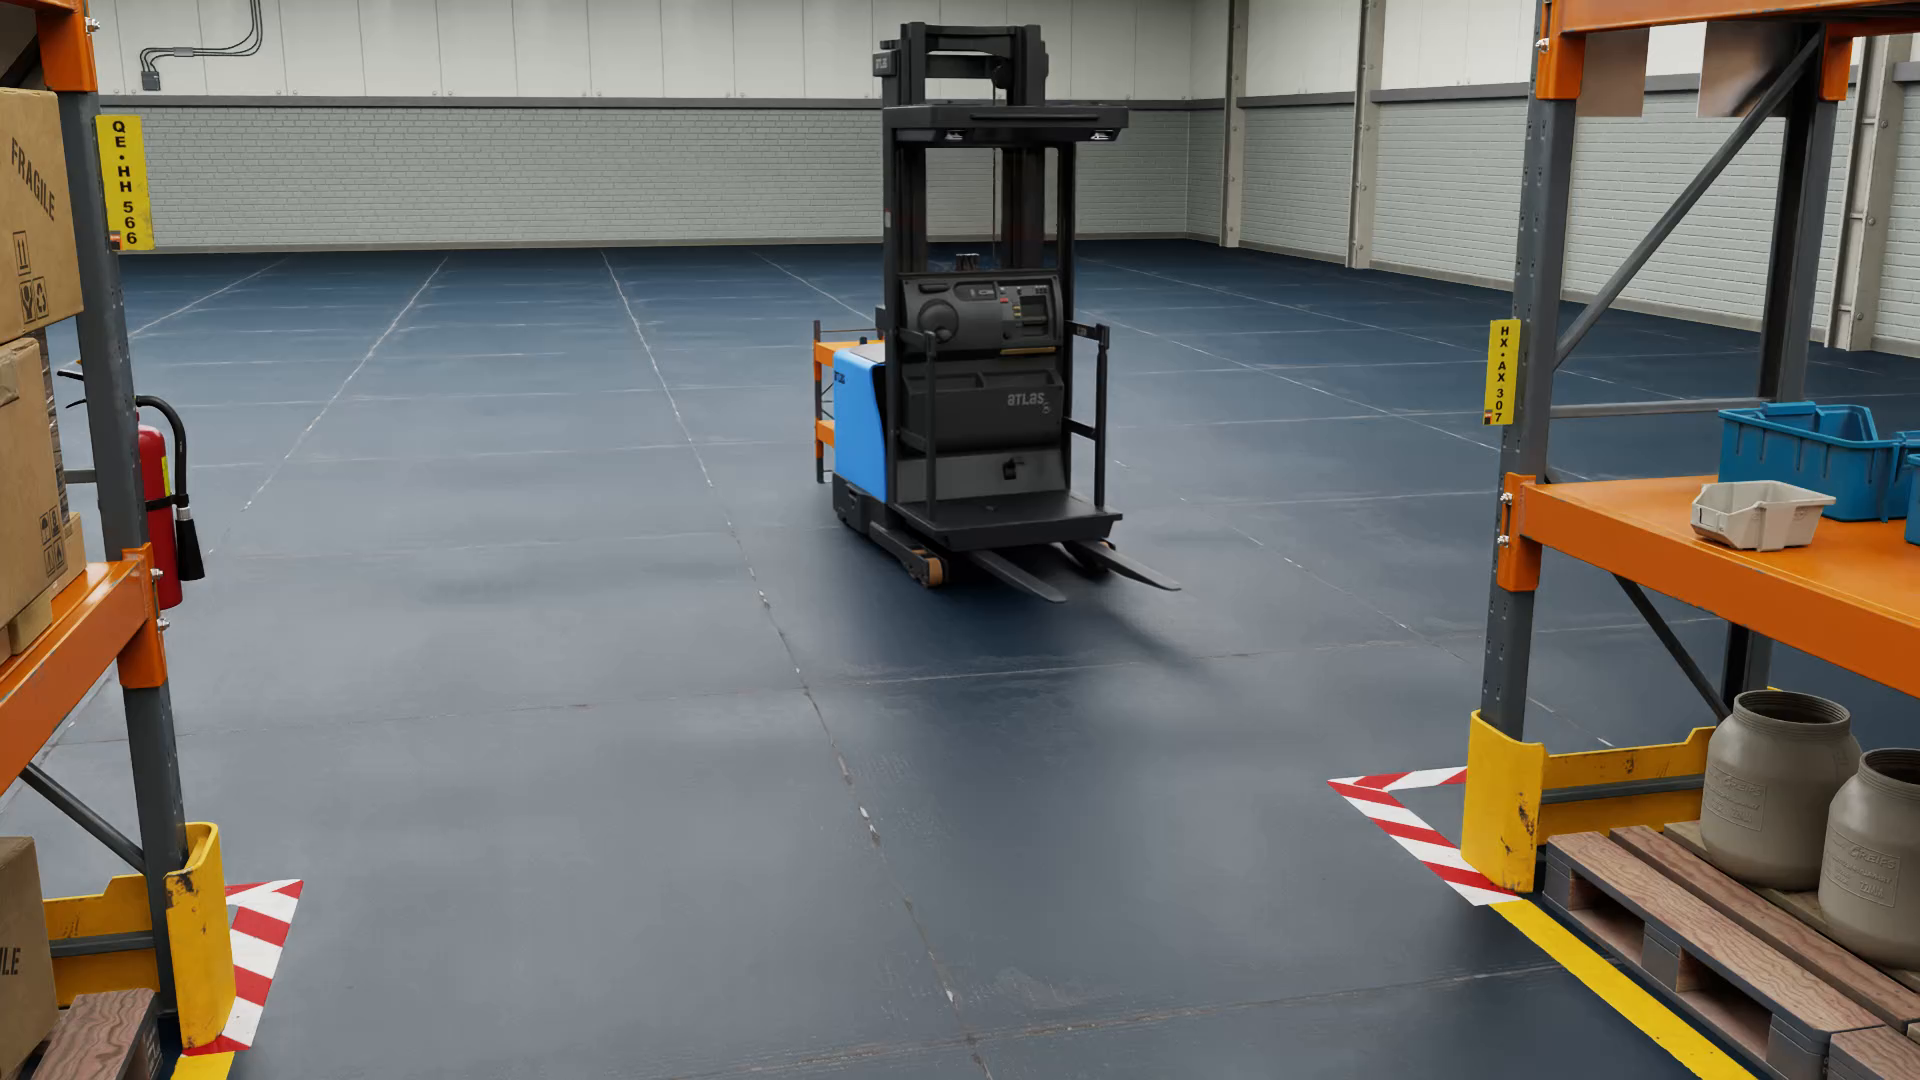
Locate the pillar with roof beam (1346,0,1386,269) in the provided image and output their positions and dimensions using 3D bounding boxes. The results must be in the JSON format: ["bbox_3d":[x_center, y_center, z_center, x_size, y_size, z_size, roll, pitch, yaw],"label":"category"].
[{"bbox_3d":[3.026,-9.063,28.064,9.100,9.000,0.400,-3,14,-13],"label":"pillar with roof beam"}]

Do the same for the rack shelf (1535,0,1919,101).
[{"bbox_3d":[2.682,-1.060,3.140,1.077,0.370,4.000,-3,14,-13],"label":"rack shelf"}]

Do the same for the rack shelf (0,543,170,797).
[{"bbox_3d":[-2.132,0.674,2.366,1.077,0.370,4.000,-3,14,-13],"label":"rack shelf"}]

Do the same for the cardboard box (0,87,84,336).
[{"bbox_3d":[-2.233,-0.703,3.540,0.500,0.500,0.500,-3,14,-13],"label":"cardboard box"}]

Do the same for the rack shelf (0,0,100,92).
[{"bbox_3d":[-2.132,-0.784,2.010,1.077,0.370,4.000,-3,14,-13],"label":"rack shelf"}]

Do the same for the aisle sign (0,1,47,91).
[{"bbox_3d":[-2.325,-1.431,3.987,0.394,0.787,0.004,-3,14,-13],"label":"aisle sign"}]

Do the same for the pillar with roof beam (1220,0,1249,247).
[{"bbox_3d":[1.617,-10.447,33.729,9.100,9.000,0.400,-3,14,-13],"label":"pillar with roof beam"}]

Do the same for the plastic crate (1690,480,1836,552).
[{"bbox_3d":[2.110,-0.061,4.412,0.298,0.136,0.250,-3,14,-13],"label":"plastic crate"}]

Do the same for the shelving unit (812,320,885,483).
[{"bbox_3d":[-0.577,-0.855,11.055,0.538,1.125,1.048,-5,15,-21],"label":"shelving unit"}]

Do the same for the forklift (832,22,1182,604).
[{"bbox_3d":[0.210,-1.278,8.984,1.130,2.935,3.031,-5,15,-21],"label":"forklift"}]

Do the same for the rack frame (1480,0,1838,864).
[{"bbox_3d":[2.212,-0.413,5.299,1.000,3.000,0.127,-3,14,-13],"label":"rack frame"}]

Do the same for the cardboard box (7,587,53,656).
[{"bbox_3d":[-2.168,0.151,3.516,0.380,0.149,0.250,-3,14,-13],"label":"cardboard box"}]

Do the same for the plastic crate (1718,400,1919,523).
[{"bbox_3d":[2.621,-0.242,4.912,0.499,0.251,0.616,-3,14,-13],"label":"plastic crate"}]

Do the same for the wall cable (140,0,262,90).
[{"bbox_3d":[-14.992,-11.863,32.356,2.305,6.003,0.169,-3,14,-13],"label":"wall cable"}]

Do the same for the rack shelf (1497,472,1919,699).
[{"bbox_3d":[2.682,0.397,3.496,1.077,0.370,4.000,-3,14,-13],"label":"rack shelf"}]

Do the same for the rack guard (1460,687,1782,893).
[{"bbox_3d":[2.276,0.816,5.535,1.175,0.500,0.348,-3,14,-13],"label":"rack guard"}]

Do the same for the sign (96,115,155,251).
[{"bbox_3d":[-2.058,-0.880,4.102,0.100,0.325,0.005,-3,14,-13],"label":"sign"}]

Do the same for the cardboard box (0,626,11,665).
[{"bbox_3d":[-2.124,0.210,3.277,0.380,0.149,0.250,-3,14,-13],"label":"cardboard box"}]

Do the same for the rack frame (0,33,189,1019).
[{"bbox_3d":[-2.602,-0.137,4.169,1.000,3.000,0.127,-3,14,-13],"label":"rack frame"}]

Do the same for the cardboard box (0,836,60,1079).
[{"bbox_3d":[-2.472,1.018,3.822,0.500,0.500,0.500,-1,14,-3],"label":"cardboard box"}]

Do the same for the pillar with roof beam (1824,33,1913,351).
[{"bbox_3d":[5.845,-6.295,16.732,9.100,9.000,0.400,-3,14,-13],"label":"pillar with roof beam"}]

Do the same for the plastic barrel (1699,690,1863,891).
[{"bbox_3d":[2.441,0.739,4.940,0.421,0.512,0.421,0,14,0],"label":"plastic barrel"}]

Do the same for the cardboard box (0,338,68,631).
[{"bbox_3d":[-2.265,-0.093,3.151,0.875,0.500,0.500,-3,14,-13],"label":"cardboard box"}]

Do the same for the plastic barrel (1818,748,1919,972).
[{"bbox_3d":[2.559,0.854,4.467,0.421,0.512,0.421,0,14,0],"label":"plastic barrel"}]

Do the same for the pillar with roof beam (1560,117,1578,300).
[{"bbox_3d":[4.436,-7.679,22.398,9.100,9.000,0.400,-3,14,-13],"label":"pillar with roof beam"}]

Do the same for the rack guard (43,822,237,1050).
[{"bbox_3d":[-2.584,1.094,4.394,1.175,0.500,0.348,-3,14,-13],"label":"rack guard"}]

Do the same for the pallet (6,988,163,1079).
[{"bbox_3d":[-2.428,1.424,3.653,1.003,0.211,1.213,-3,14,-13],"label":"pallet"}]

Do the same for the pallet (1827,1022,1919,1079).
[{"bbox_3d":[2.745,1.425,3.651,1.003,0.211,1.213,-3,14,-13],"label":"pallet"}]

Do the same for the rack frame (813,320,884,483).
[{"bbox_3d":[-0.762,-0.967,11.515,0.500,1.125,0.032,-5,15,-21],"label":"rack frame"}]

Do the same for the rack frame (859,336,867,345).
[{"bbox_3d":[-0.393,-0.742,10.594,0.500,1.125,0.032,-5,15,-21],"label":"rack frame"}]

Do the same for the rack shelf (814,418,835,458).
[{"bbox_3d":[-0.577,-0.617,11.113,0.538,0.278,1.000,-5,15,-21],"label":"rack shelf"}]

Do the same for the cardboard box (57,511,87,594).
[{"bbox_3d":[-2.334,0.039,3.977,0.380,0.149,0.250,-3,14,-13],"label":"cardboard box"}]

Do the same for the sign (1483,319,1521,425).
[{"bbox_3d":[1.677,-0.518,5.145,0.100,0.325,0.005,-3,14,-13],"label":"sign"}]

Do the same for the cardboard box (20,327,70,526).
[{"bbox_3d":[-2.500,-0.202,3.596,0.875,0.500,0.500,-3,14,-13],"label":"cardboard box"}]

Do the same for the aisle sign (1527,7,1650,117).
[{"bbox_3d":[1.911,-1.677,4.992,0.394,0.787,0.004,-3,14,-13],"label":"aisle sign"}]

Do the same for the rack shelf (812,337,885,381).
[{"bbox_3d":[-0.577,-1.139,10.985,0.538,0.278,1.000,-5,15,-21],"label":"rack shelf"}]

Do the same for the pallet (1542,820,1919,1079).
[{"bbox_3d":[2.462,1.144,4.801,1.003,0.211,1.213,-3,14,-13],"label":"pallet"}]

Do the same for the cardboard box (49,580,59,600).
[{"bbox_3d":[-2.276,0.097,3.741,0.380,0.149,0.250,-3,14,-13],"label":"cardboard box"}]

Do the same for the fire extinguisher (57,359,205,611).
[{"bbox_3d":[-2.181,-0.152,4.391,0.296,0.674,0.183,-3,14,-13],"label":"fire extinguisher"}]

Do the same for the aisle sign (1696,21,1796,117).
[{"bbox_3d":[2.484,-1.709,5.126,0.394,0.787,0.004,-3,14,-13],"label":"aisle sign"}]

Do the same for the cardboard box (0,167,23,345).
[{"bbox_3d":[-2.110,-0.588,3.069,0.500,0.500,0.500,-3,14,-13],"label":"cardboard box"}]

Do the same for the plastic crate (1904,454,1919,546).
[{"bbox_3d":[2.768,-0.092,4.298,0.499,0.251,0.408,-3,14,-13],"label":"plastic crate"}]
